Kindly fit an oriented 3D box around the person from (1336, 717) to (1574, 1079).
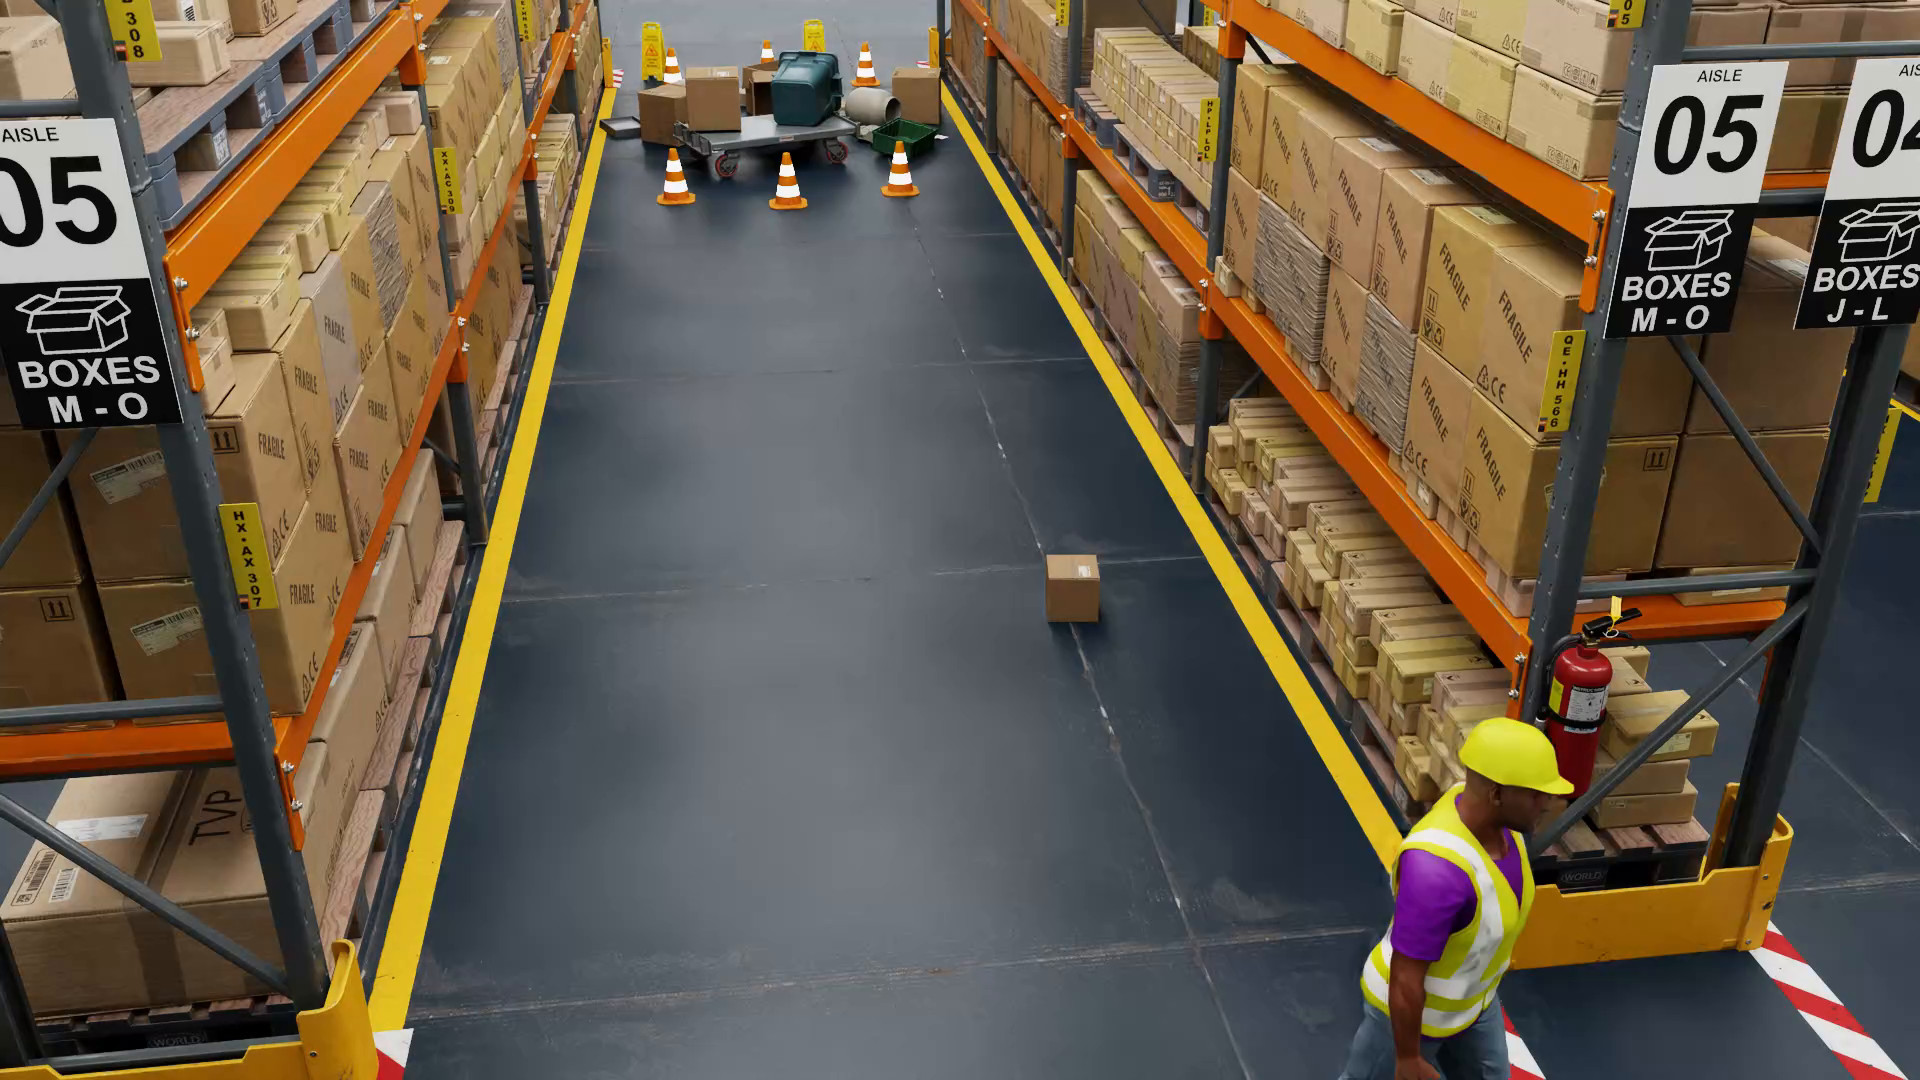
[{"bbox_3d":[1.337,1.314,4.577,0.773,1.815,0.663,24,35,39],"label":"person"}]
